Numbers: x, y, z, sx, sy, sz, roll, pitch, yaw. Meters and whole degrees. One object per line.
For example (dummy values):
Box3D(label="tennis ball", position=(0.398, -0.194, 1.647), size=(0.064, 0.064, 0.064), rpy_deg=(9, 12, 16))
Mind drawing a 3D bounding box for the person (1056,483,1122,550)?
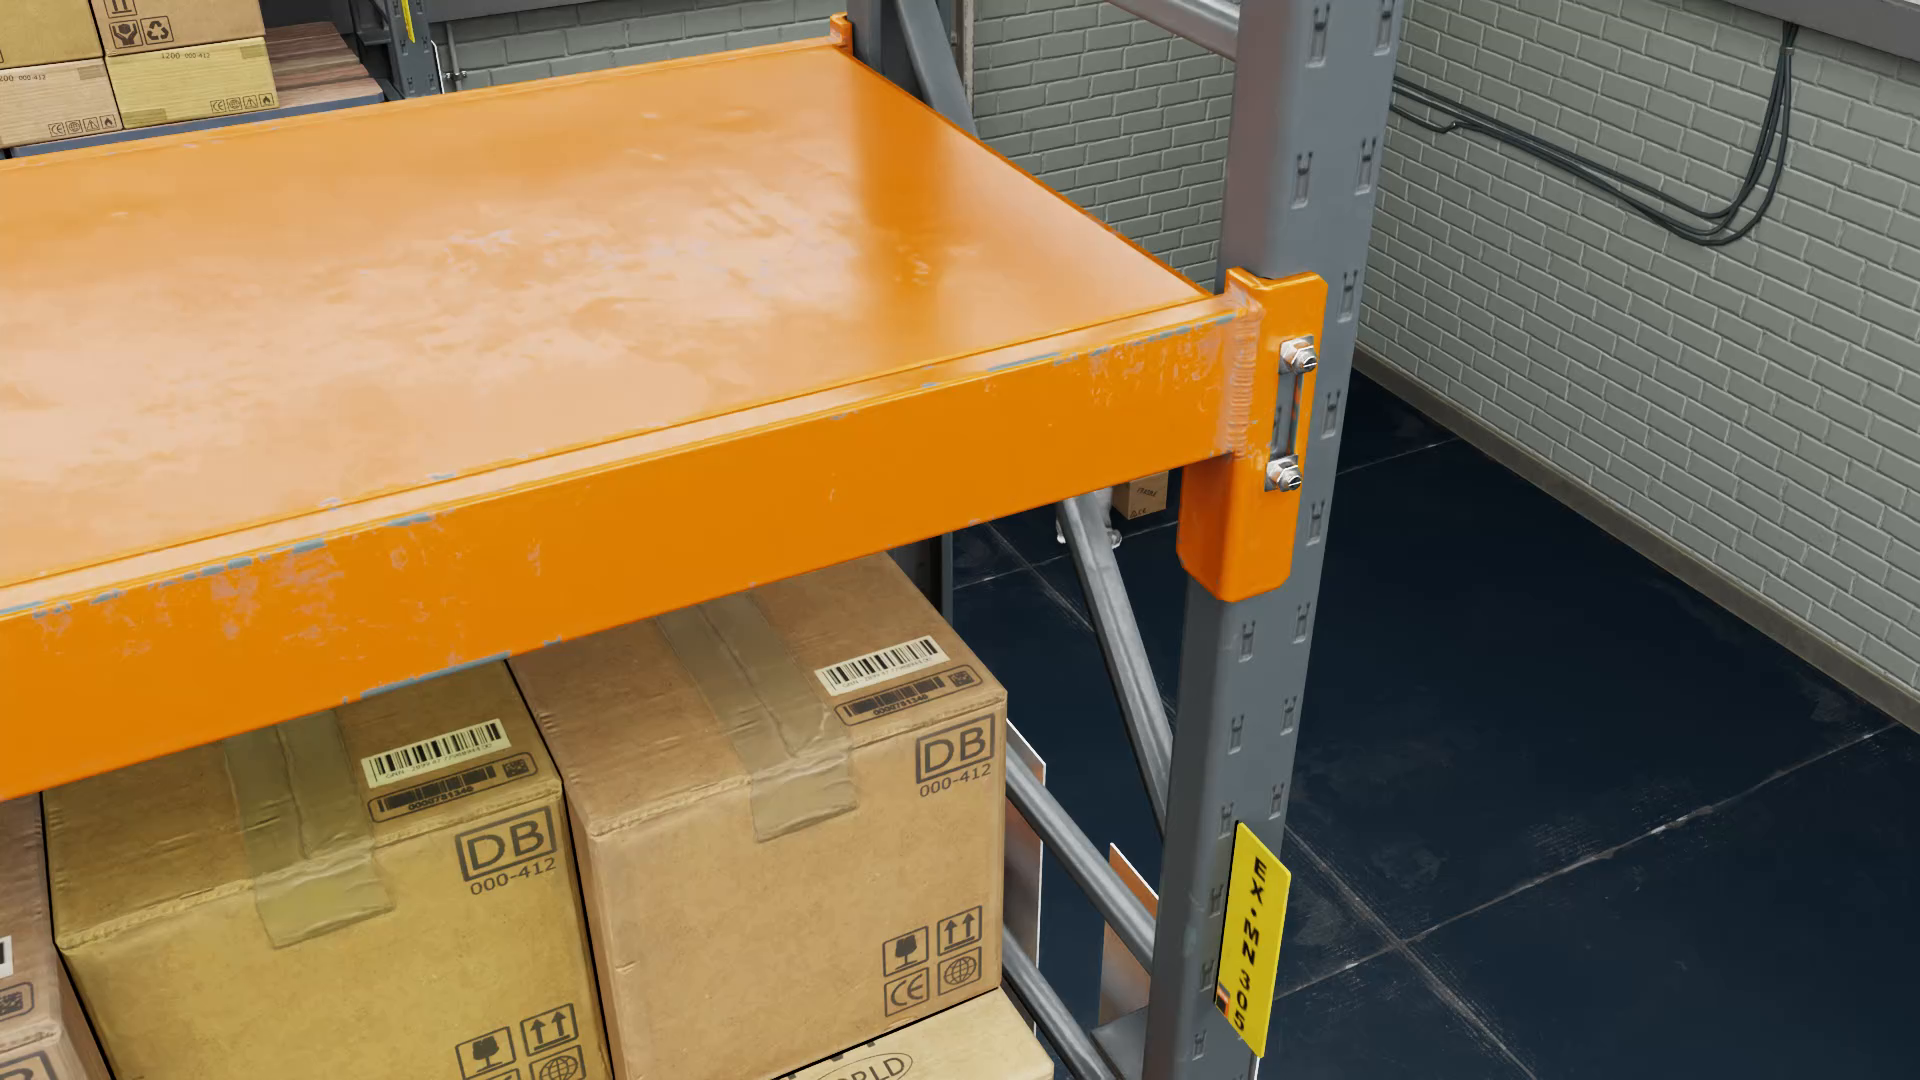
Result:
Box3D(label="person", position=(0.673, -0.647, 8.625), size=(0.420, 1.573, 0.353), rpy_deg=(23, 40, 31))
